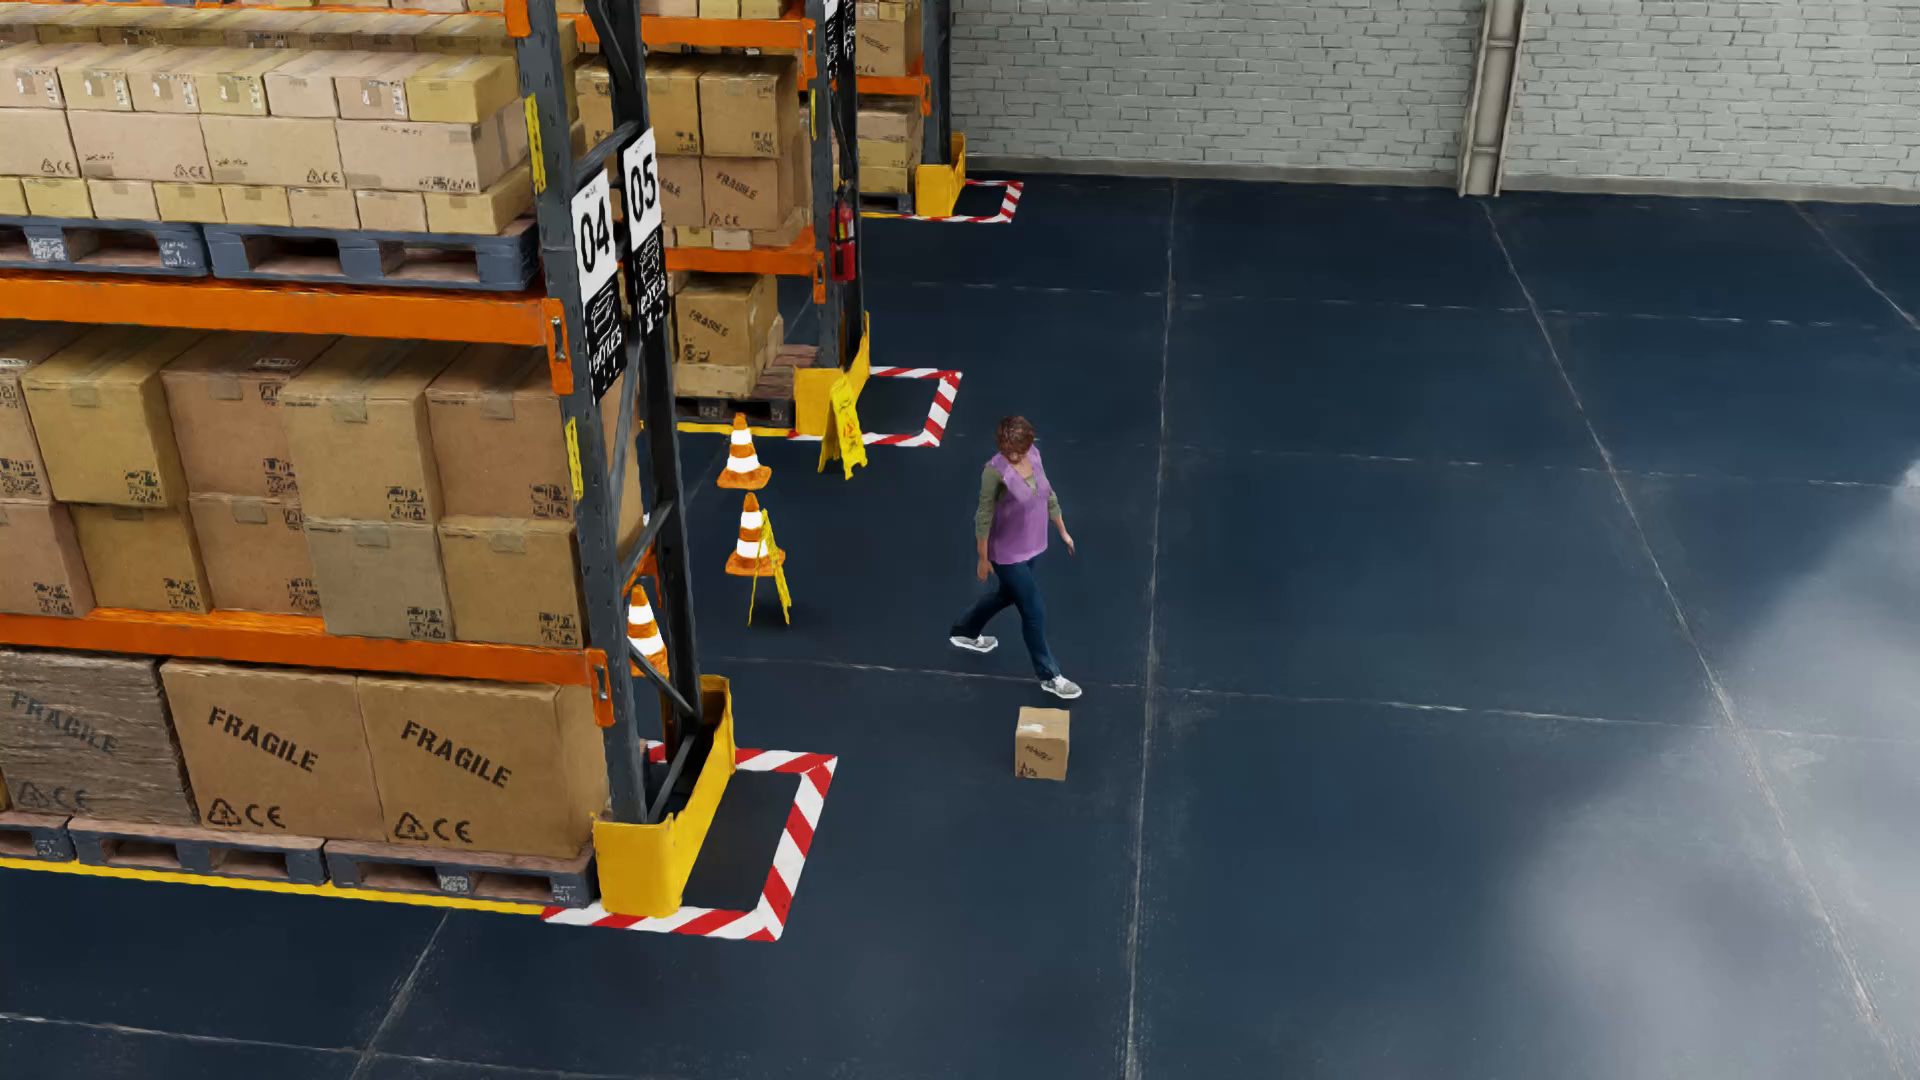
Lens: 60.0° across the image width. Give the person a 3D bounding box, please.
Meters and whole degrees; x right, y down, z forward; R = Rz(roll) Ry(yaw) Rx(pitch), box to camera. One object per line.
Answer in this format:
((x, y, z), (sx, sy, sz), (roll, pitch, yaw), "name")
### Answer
((0.251, 0.093, 8.624), (0.680, 1.295, 0.457), (18, 33, 29), "person")
